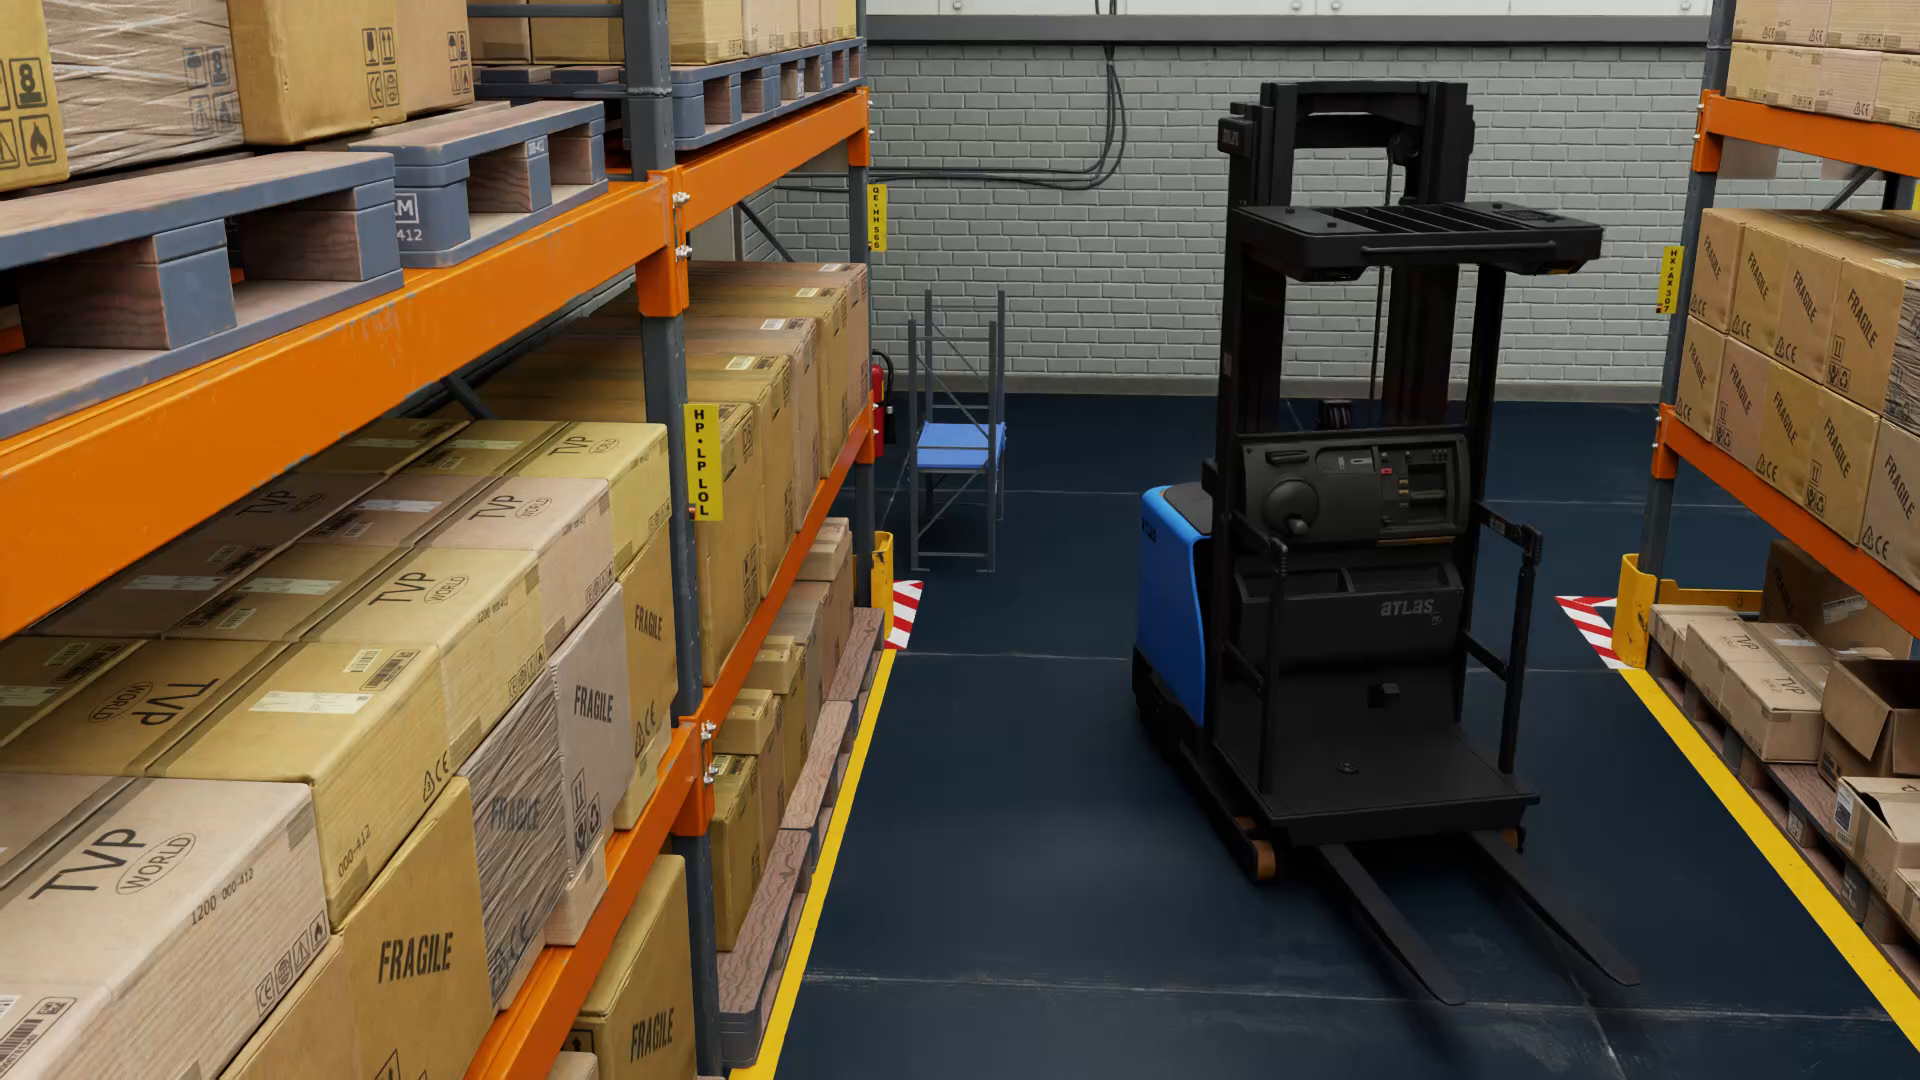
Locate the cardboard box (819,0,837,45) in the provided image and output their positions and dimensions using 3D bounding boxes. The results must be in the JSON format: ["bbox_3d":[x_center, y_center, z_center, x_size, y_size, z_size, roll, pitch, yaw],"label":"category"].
[{"bbox_3d":[-0.777,-2.153,6.766,0.500,0.250,0.500,1,18,2],"label":"cardboard box"}]

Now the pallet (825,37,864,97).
[{"bbox_3d":[-0.996,-2.100,7.339,1.003,0.211,1.213,1,18,4],"label":"pallet"}]

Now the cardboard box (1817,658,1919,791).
[{"bbox_3d":[3.830,0.798,6.472,0.797,0.503,0.637,1,18,4],"label":"cardboard box"}]

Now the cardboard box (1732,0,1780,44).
[{"bbox_3d":[3.691,-2.276,7.171,0.500,0.250,0.500,1,18,4],"label":"cardboard box"}]

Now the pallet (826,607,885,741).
[{"bbox_3d":[-0.933,0.628,8.167,1.003,0.211,1.213,1,18,4],"label":"pallet"}]

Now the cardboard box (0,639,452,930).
[{"bbox_3d":[-1.137,0.367,2.612,0.500,0.250,0.500,1,18,3],"label":"cardboard box"}]

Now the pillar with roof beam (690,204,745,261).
[{"bbox_3d":[2.671,-4.560,9.887,9.100,9.000,0.400,1,18,4],"label":"pillar with roof beam"}]

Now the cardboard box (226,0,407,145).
[{"bbox_3d":[-1.388,-0.942,2.795,0.700,0.500,0.500,1,18,3],"label":"cardboard box"}]

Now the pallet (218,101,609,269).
[{"bbox_3d":[-1.257,-0.753,3.395,0.805,0.209,1.217,1,18,2],"label":"pallet"}]

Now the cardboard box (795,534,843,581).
[{"bbox_3d":[-0.749,0.076,7.672,0.380,0.149,0.250,2,18,5],"label":"cardboard box"}]

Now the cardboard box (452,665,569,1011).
[{"bbox_3d":[-1.093,0.560,3.225,0.500,0.500,0.500,1,18,4],"label":"cardboard box"}]

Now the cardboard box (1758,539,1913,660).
[{"bbox_3d":[4.194,0.315,7.951,0.500,0.500,0.500,1,18,4],"label":"cardboard box"}]

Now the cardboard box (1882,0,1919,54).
[{"bbox_3d":[3.579,-1.810,5.750,0.500,0.250,0.500,1,18,4],"label":"cardboard box"}]

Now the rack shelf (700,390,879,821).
[{"bbox_3d":[-1.097,0.016,6.713,1.077,0.370,4.000,1,18,4],"label":"rack shelf"}]

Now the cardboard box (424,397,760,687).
[{"bbox_3d":[-1.185,-0.015,5.171,0.980,0.700,0.700,2,18,5],"label":"cardboard box"}]

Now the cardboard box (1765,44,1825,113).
[{"bbox_3d":[3.648,-1.883,6.776,0.500,0.250,0.500,1,18,4],"label":"cardboard box"}]

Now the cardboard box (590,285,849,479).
[{"bbox_3d":[-1.021,-0.705,7.275,0.980,0.700,0.700,1,18,3],"label":"cardboard box"}]

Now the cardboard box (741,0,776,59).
[{"bbox_3d":[-0.877,-1.673,5.299,0.500,0.250,0.500,1,18,3],"label":"cardboard box"}]

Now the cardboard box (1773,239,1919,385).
[{"bbox_3d":[3.622,-0.911,6.618,0.500,0.500,0.500,2,18,5],"label":"cardboard box"}]

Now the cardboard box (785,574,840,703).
[{"bbox_3d":[-0.940,0.416,7.675,0.700,0.500,0.500,1,18,4],"label":"cardboard box"}]

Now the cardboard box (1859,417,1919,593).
[{"bbox_3d":[3.551,-0.124,5.822,0.500,0.500,0.500,2,18,5],"label":"cardboard box"}]

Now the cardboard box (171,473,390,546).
[{"bbox_3d":[-1.564,0.040,3.609,0.500,0.250,0.500,1,18,5],"label":"cardboard box"}]

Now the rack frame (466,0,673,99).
[{"bbox_3d":[-1.240,-2.556,3.771,1.000,3.000,0.127,1,18,4],"label":"rack frame"}]

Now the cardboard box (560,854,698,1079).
[{"bbox_3d":[-1.157,1.322,4.349,0.750,0.750,0.750,1,18,5],"label":"cardboard box"}]

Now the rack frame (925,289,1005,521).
[{"bbox_3d":[0.030,-0.844,10.590,0.500,1.500,0.032,1,18,4],"label":"rack frame"}]

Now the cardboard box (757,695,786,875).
[{"bbox_3d":[-1.045,0.898,6.206,0.700,0.500,0.500,1,18,3],"label":"cardboard box"}]

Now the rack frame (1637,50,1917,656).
[{"bbox_3d":[3.988,-0.838,8.162,1.000,3.000,0.127,1,18,4],"label":"rack frame"}]

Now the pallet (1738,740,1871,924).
[{"bbox_3d":[3.836,1.137,6.615,1.003,0.211,1.213,1,18,4],"label":"pallet"}]

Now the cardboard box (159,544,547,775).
[{"bbox_3d":[-1.102,0.208,3.095,0.500,0.250,0.500,2,18,5],"label":"cardboard box"}]

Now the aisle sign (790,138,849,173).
[{"bbox_3d":[-0.649,-2.198,8.139,0.394,0.787,0.004,1,18,4],"label":"aisle sign"}]

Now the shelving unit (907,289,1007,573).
[{"bbox_3d":[-0.006,-0.686,10.109,0.538,1.500,1.048,1,18,4],"label":"shelving unit"}]

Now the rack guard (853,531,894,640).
[{"bbox_3d":[-0.952,0.233,8.908,1.175,0.500,0.348,1,18,4],"label":"rack guard"}]

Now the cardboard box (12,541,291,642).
[{"bbox_3d":[-1.595,0.196,3.133,0.500,0.250,0.500,1,18,2],"label":"cardboard box"}]

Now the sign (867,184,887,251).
[{"bbox_3d":[-0.413,-1.593,8.229,0.100,0.325,0.005,1,18,4],"label":"sign"}]

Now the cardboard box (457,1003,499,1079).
[{"bbox_3d":[-1.117,0.910,3.200,0.380,0.149,0.250,1,18,2],"label":"cardboard box"}]

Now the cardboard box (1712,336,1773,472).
[{"bbox_3d":[3.661,-0.593,7.255,0.500,0.500,0.500,1,18,3],"label":"cardboard box"}]

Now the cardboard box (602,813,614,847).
[{"bbox_3d":[-1.040,0.675,3.918,0.380,0.149,0.250,2,18,6],"label":"cardboard box"}]

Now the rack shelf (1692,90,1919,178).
[{"bbox_3d":[3.844,-1.300,5.912,1.077,0.370,4.000,1,18,4],"label":"rack shelf"}]

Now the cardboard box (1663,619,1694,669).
[{"bbox_3d":[3.597,0.500,7.924,0.380,0.166,0.250,1,18,4],"label":"cardboard box"}]

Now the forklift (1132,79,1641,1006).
[{"bbox_3d":[1.597,-0.199,6.323,1.130,2.935,3.031,-3,18,-10],"label":"forklift"}]

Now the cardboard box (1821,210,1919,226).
[{"bbox_3d":[4.230,-1.216,7.550,0.500,0.500,0.500,1,18,3],"label":"cardboard box"}]
